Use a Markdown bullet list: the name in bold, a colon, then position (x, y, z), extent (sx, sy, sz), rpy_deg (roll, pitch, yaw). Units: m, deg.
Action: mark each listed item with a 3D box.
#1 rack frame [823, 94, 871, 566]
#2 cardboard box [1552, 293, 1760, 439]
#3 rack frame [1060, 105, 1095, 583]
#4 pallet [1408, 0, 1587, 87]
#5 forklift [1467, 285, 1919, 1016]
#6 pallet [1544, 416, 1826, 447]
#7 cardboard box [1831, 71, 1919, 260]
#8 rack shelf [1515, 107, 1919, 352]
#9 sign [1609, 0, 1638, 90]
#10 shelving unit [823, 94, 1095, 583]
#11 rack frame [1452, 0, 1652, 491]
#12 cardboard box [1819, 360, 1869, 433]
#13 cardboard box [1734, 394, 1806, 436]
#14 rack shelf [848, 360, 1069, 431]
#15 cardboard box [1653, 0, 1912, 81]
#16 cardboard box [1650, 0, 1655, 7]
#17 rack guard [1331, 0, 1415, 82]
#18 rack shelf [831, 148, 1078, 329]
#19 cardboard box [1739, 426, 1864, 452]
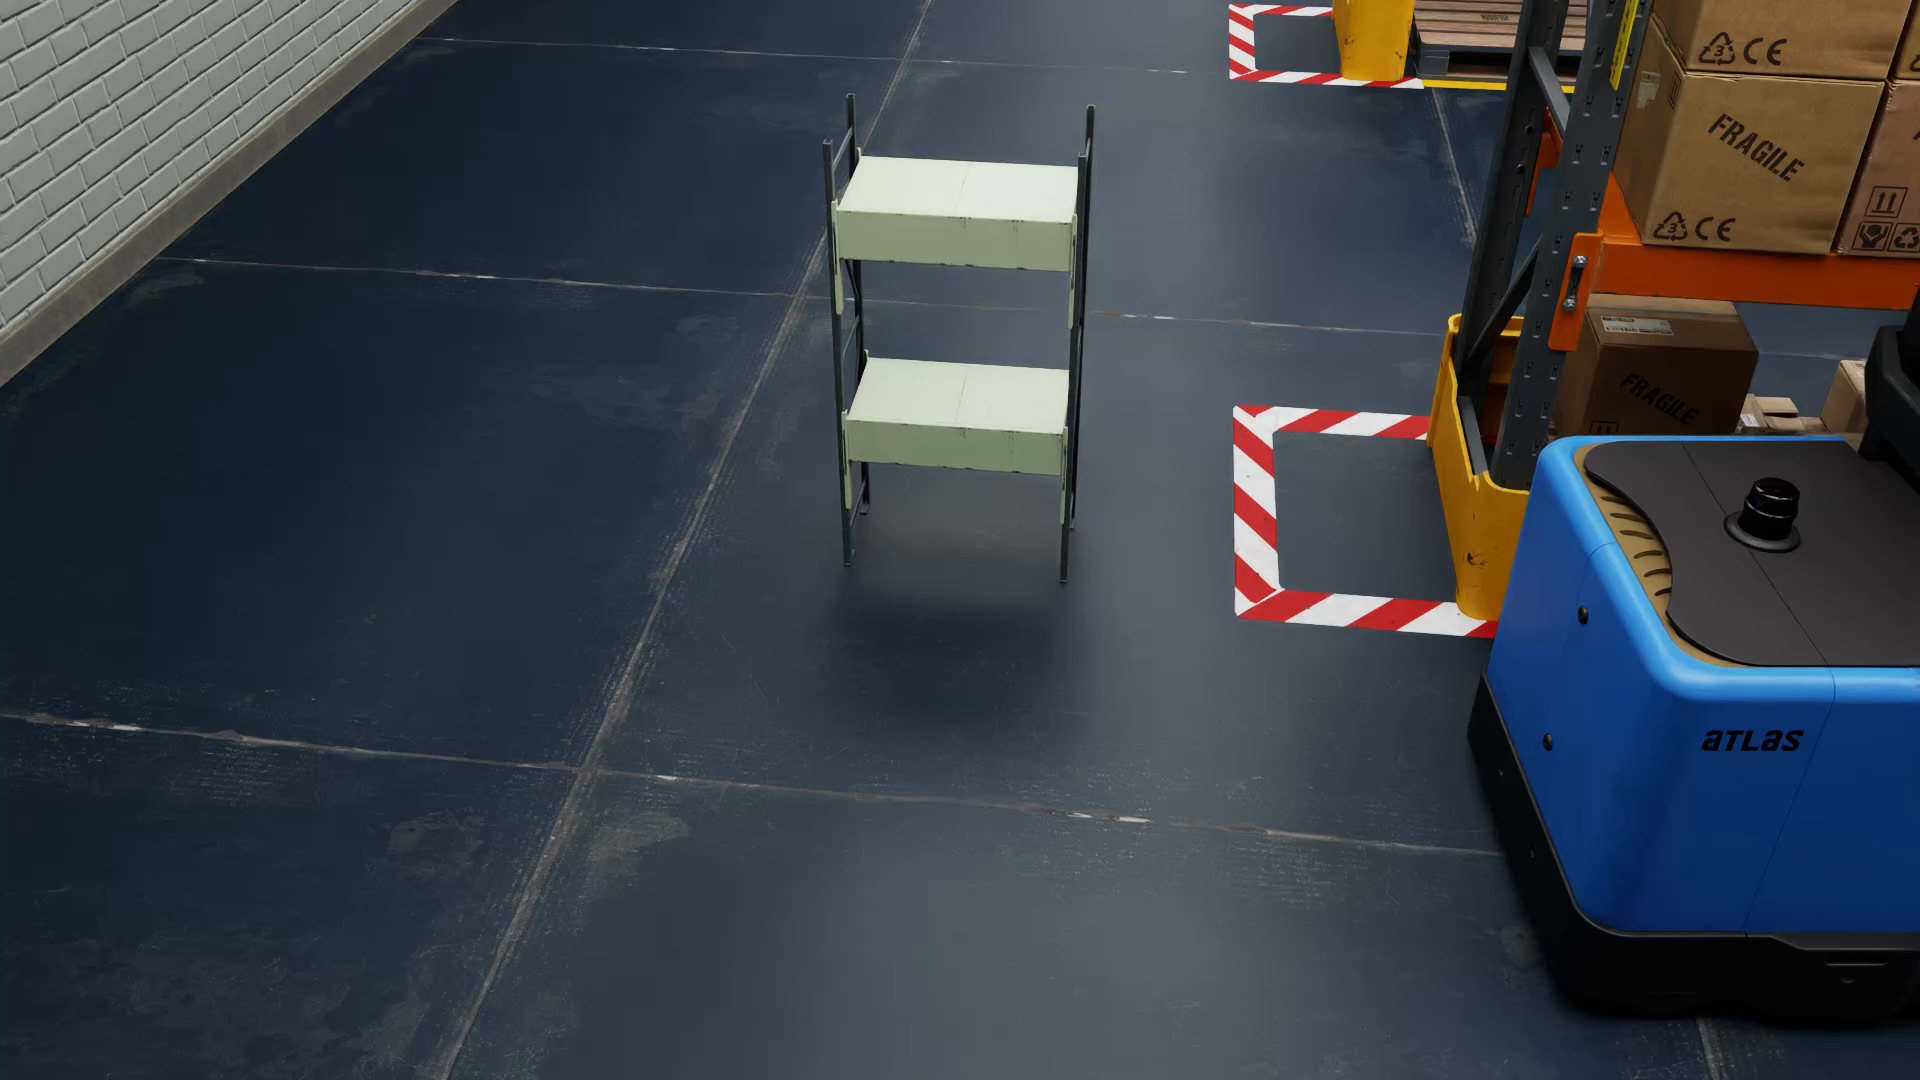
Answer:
- **rack frame**: position (-0.356, -0.637, 5.352), extent (0.023, 1.500, 0.400), rpy_deg (4, 36, 6)
- **cardboard box**: position (2.362, -0.560, 5.725), extent (0.500, 0.500, 0.500), rpy_deg (4, 36, 6)
- **rack frame**: position (0.370, -0.583, 5.276), extent (0.023, 1.500, 0.400), rpy_deg (4, 36, 6)
- **pallet**: position (3.239, -2.932, 9.676), extent (1.213, 0.211, 1.003), rpy_deg (4, 36, 6)
- **forklift**: position (2.985, -0.311, 3.663), extent (3.031, 2.935, 1.130), rpy_deg (0, 36, 0)
- **pallet**: position (2.658, -0.097, 5.705), extent (1.213, 0.211, 1.003), rpy_deg (4, 36, 6)
- **cardboard box**: position (2.710, -1.117, 4.647), extent (0.500, 0.500, 0.500), rpy_deg (4, 36, 5)
- **rack shelf**: position (3.775, -0.856, 4.986), extent (4.000, 0.370, 1.077), rpy_deg (4, 36, 6)
- **sign**: position (1.722, -1.336, 4.295), extent (0.005, 0.325, 0.100), rpy_deg (4, 36, 6)
- **shelving unit**: position (0.007, -0.610, 5.314), extent (0.755, 1.500, 0.431), rpy_deg (4, 36, 6)
- **rack frame**: position (1.791, -1.296, 4.984), extent (0.127, 3.000, 1.000), rpy_deg (4, 36, 6)
- **cardboard box**: position (3.300, -0.370, 5.675), extent (0.500, 0.250, 0.500), rpy_deg (4, 36, 6)
- **cardboard box**: position (2.752, -0.342, 5.708), extent (0.250, 0.166, 0.380), rpy_deg (4, 36, 6)
- **rack shelf**: position (0.007, -0.424, 5.446), extent (0.686, 0.124, 0.368), rpy_deg (4, 36, 6)
- **cardboard box**: position (2.198, -1.559, 4.406), extent (0.500, 0.500, 0.500), rpy_deg (5, 36, 7)
- **cardboard box**: position (2.268, -1.870, 4.841), extent (0.500, 0.500, 0.500), rpy_deg (4, 36, 6)
- **rack guard**: position (2.400, -3.127, 9.701), extent (0.348, 0.500, 1.175), rpy_deg (4, 36, 6)
- **rack shelf**: position (0.007, -0.928, 5.087), extent (0.720, 0.370, 0.431), rpy_deg (4, 36, 6)
- **cardboard box**: position (2.790, -0.116, 5.318), extent (0.500, 0.250, 0.500), rpy_deg (4, 36, 6)
